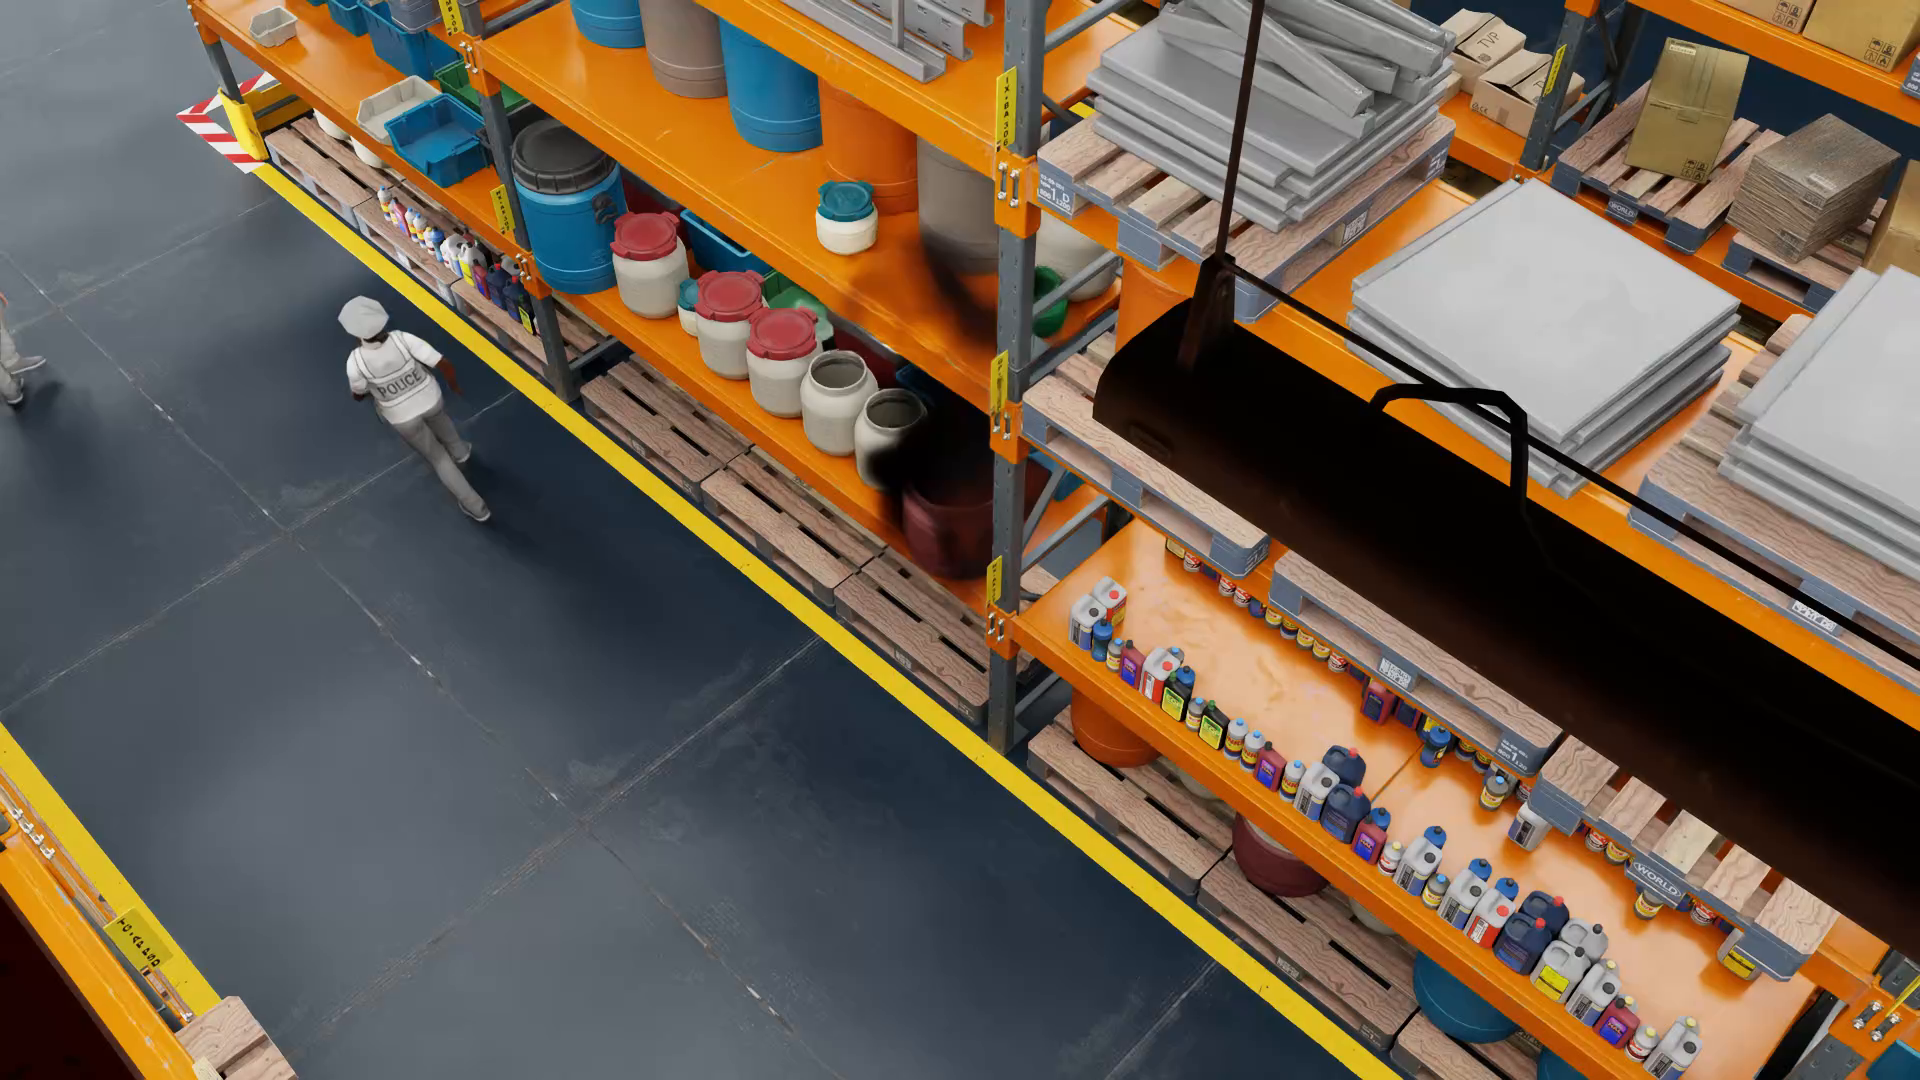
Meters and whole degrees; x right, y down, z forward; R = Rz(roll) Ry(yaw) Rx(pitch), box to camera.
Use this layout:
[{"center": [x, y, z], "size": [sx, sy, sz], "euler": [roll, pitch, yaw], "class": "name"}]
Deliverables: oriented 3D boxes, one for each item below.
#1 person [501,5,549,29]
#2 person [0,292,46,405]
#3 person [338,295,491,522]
[{"center": [-3.595, -4.794, 13.295], "size": [0.731, 1.552, 0.627], "euler": [8, 51, 7], "class": "person"}, {"center": [-6.589, -1.607, 10.664], "size": [0.855, 1.660, 0.697], "euler": [-20, 53, -16], "class": "person"}, {"center": [-3.244, -0.803, 9.967], "size": [0.648, 1.668, 0.811], "euler": [-34, 58, -25], "class": "person"}]
